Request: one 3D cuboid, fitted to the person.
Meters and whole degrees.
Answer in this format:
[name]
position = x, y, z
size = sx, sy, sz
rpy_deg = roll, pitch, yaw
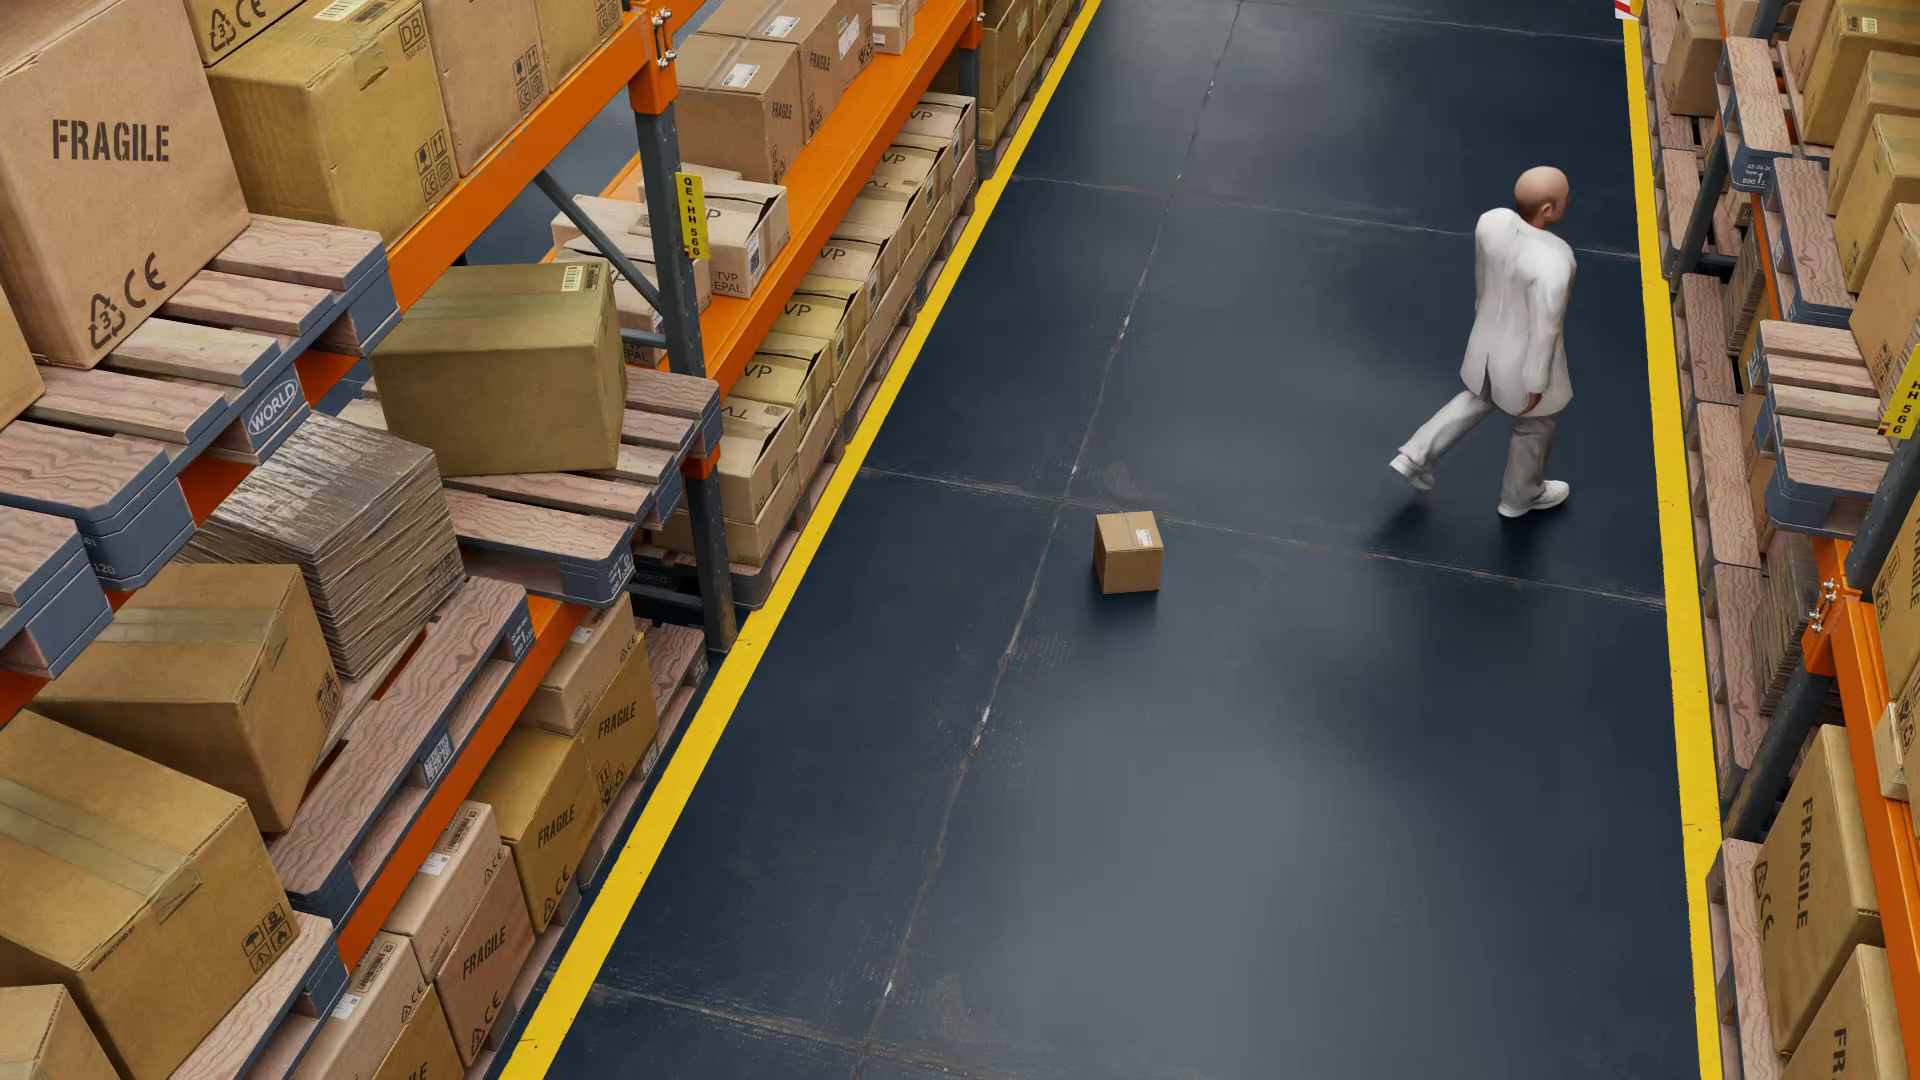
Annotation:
[person]
position = 2.383, -0.824, 7.114
size = 0.867, 1.754, 0.590
rpy_deg = -17, 43, -19
